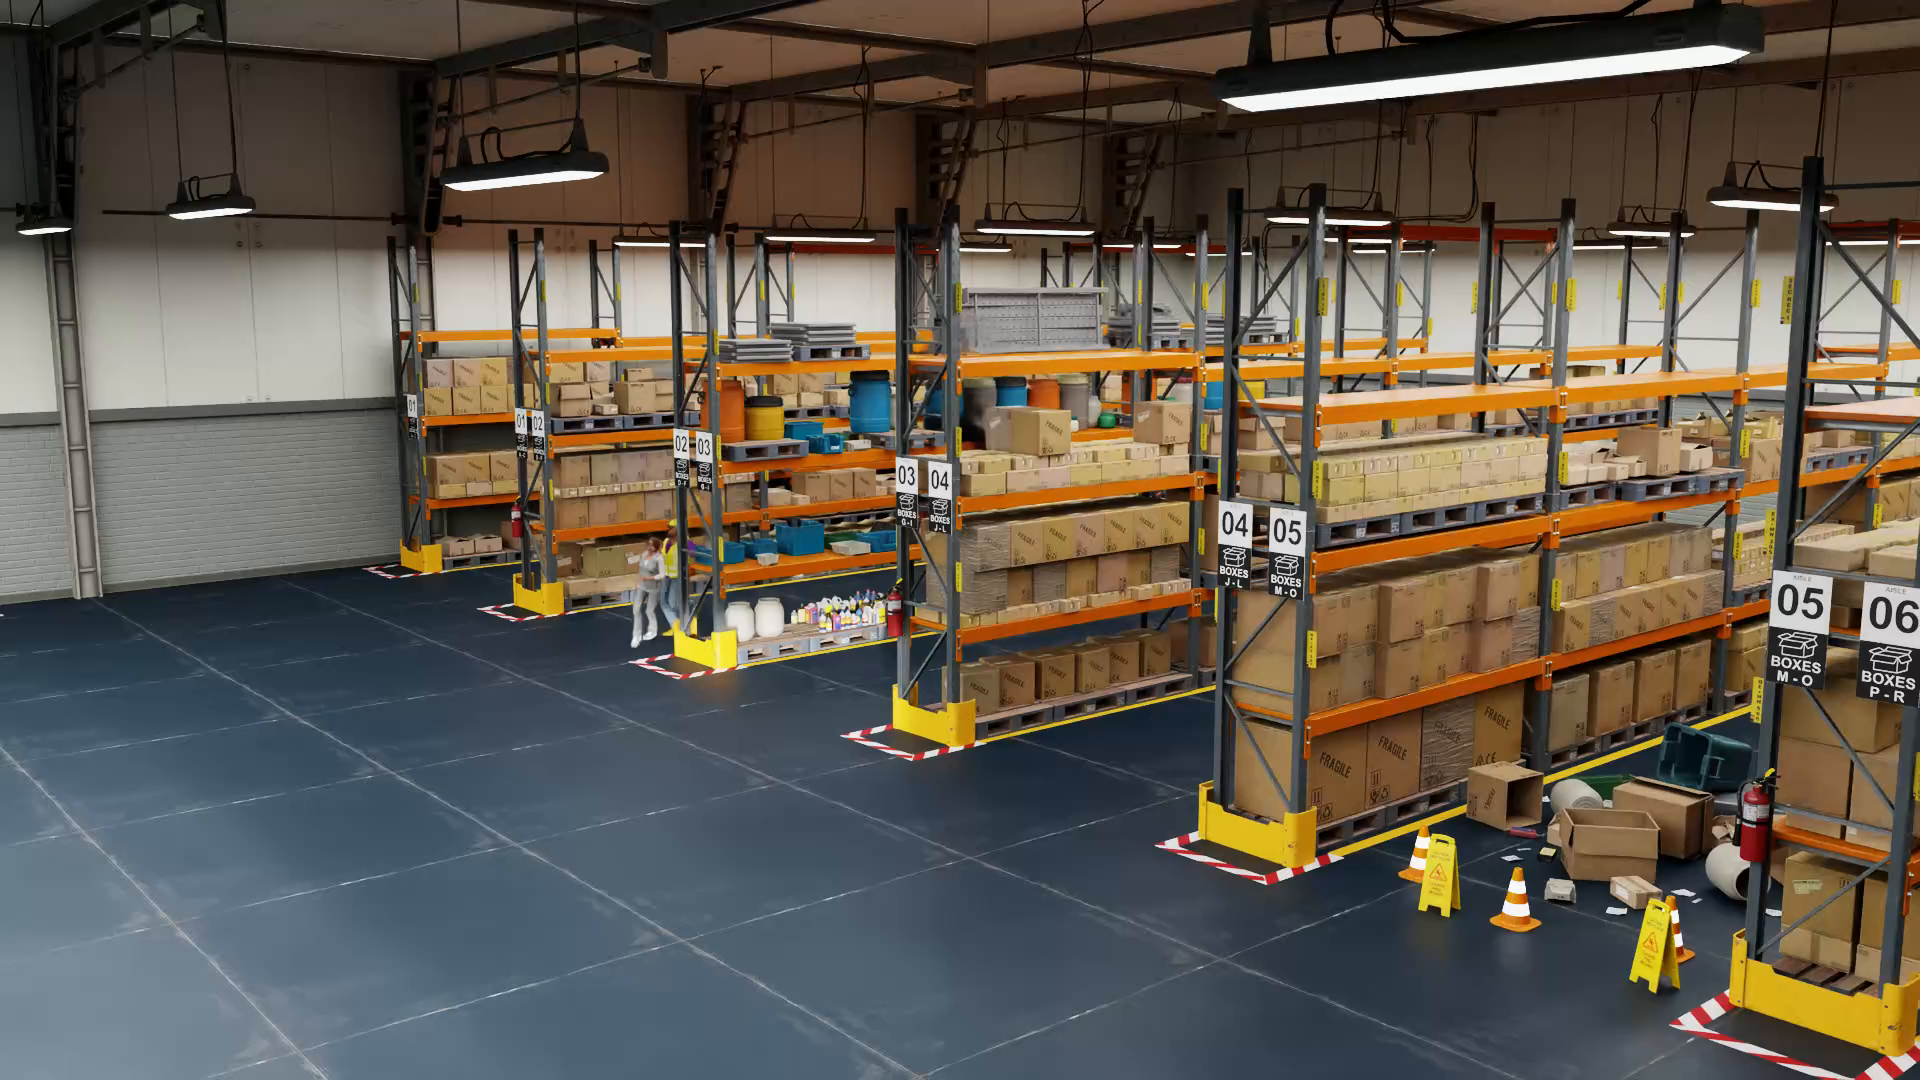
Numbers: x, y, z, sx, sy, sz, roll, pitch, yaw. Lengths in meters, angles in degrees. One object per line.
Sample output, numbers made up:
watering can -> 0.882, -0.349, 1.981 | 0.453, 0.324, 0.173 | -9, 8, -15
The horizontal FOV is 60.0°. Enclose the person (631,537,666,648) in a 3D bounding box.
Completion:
person -> -4.427, 0.743, 23.863 | 0.524, 1.618, 0.640 | 3, 9, 16

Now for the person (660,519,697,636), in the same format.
person -> -4.172, 0.540, 24.499 | 0.748, 1.720, 0.586 | 6, 11, 34
